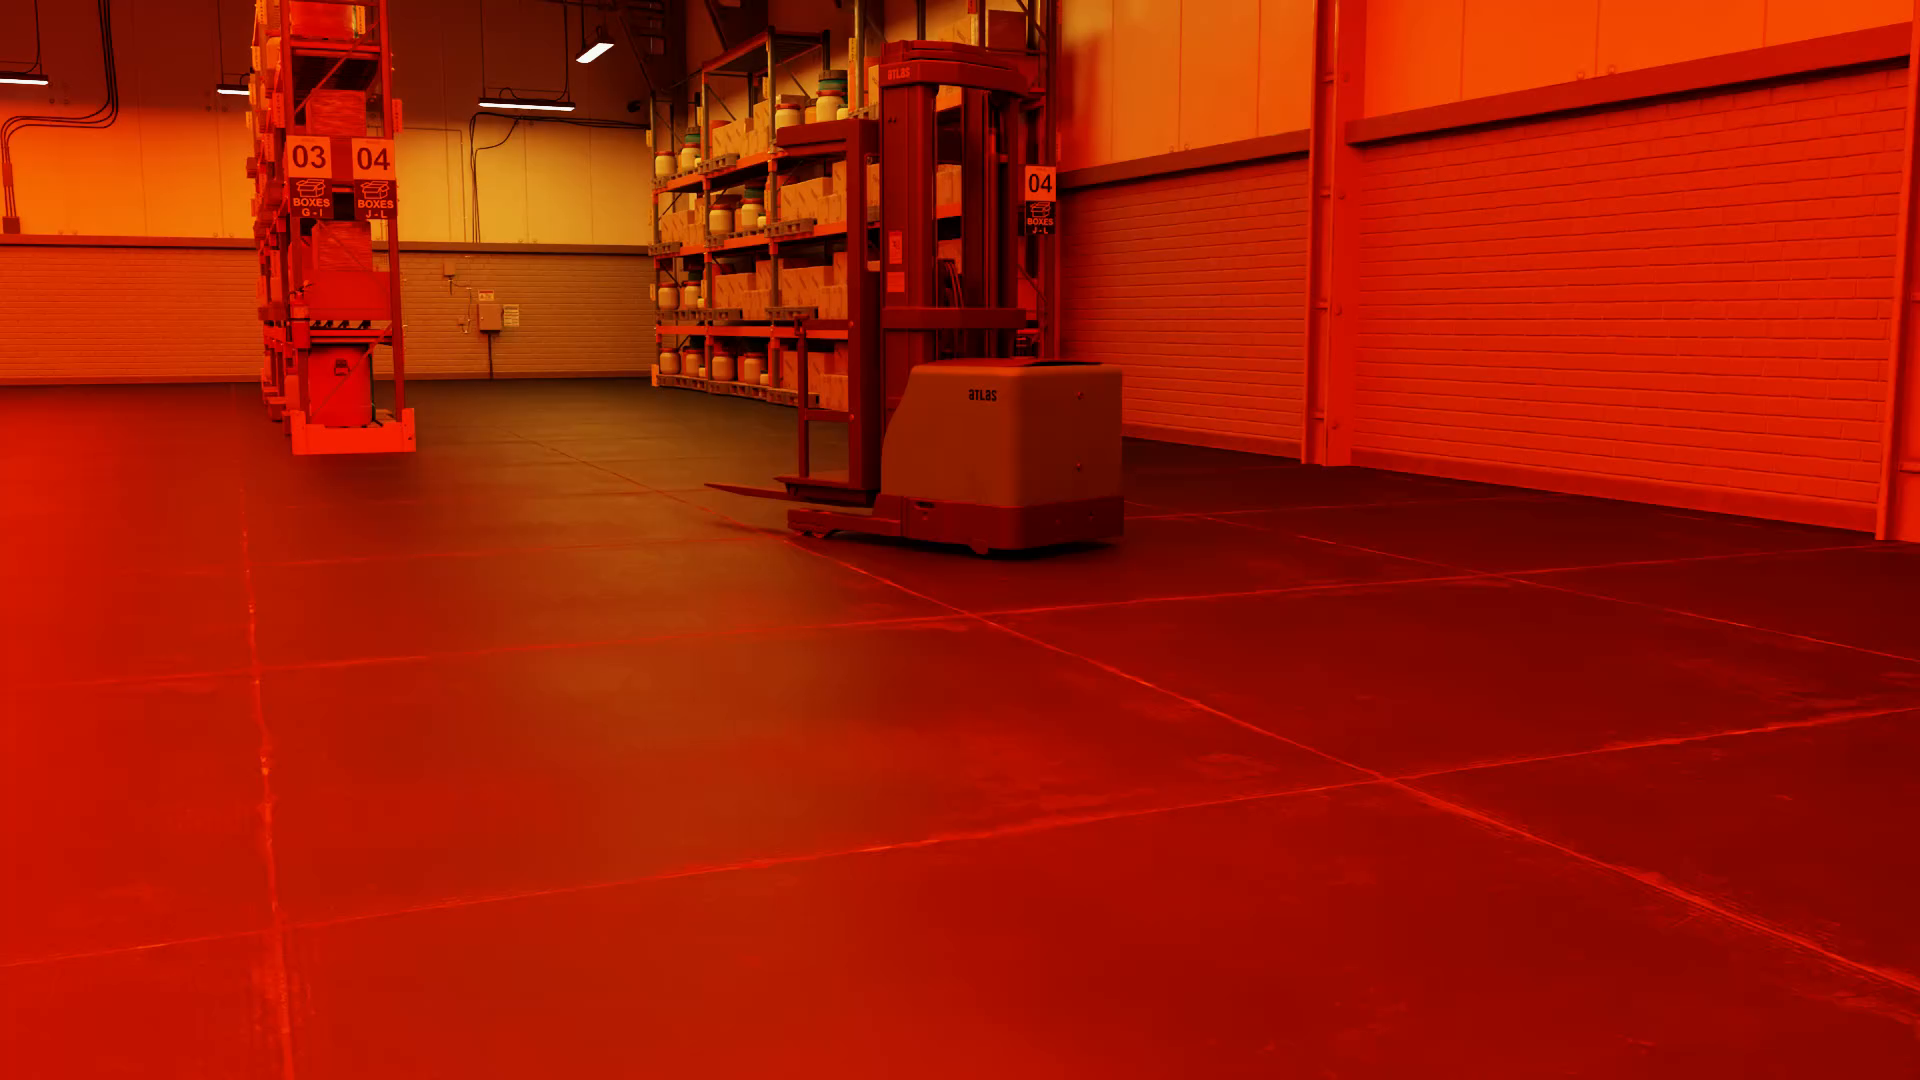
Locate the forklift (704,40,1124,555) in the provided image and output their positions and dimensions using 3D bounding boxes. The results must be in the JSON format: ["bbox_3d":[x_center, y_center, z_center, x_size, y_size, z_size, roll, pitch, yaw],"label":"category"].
[{"bbox_3d":[-0.436,-1.509,10.383,3.031,2.935,1.130,7,10,44],"label":"forklift"}]
